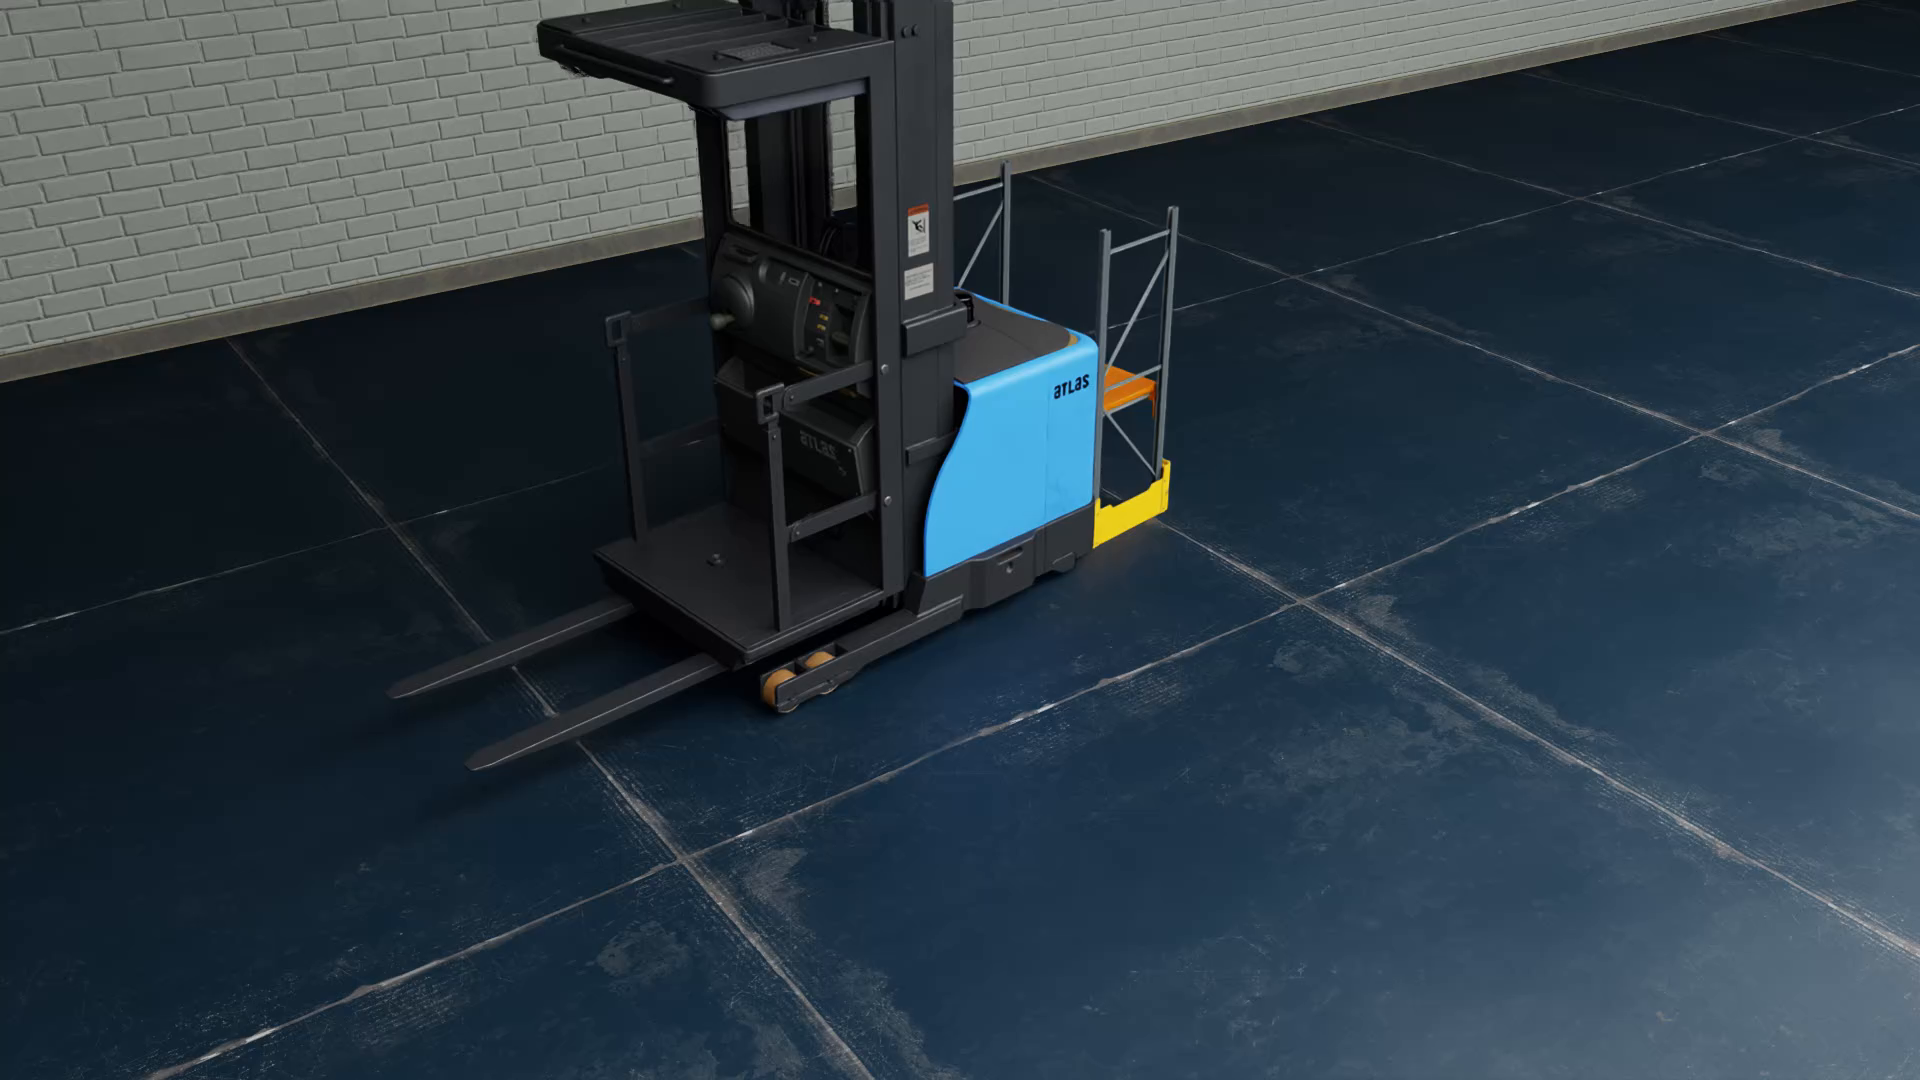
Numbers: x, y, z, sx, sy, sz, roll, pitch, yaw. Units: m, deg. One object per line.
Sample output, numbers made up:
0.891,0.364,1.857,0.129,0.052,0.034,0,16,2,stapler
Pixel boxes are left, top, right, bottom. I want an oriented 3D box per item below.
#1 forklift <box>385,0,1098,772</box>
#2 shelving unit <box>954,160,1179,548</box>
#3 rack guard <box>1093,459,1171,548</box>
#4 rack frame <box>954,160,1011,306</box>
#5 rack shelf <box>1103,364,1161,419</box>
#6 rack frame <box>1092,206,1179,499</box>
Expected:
-0.819,-0.893,6.323,3.031,2.935,1.130,-24,36,-37,forklift
0.421,-0.892,7.821,0.587,1.500,1.083,-25,37,-38,shelving unit
0.773,-0.175,7.809,0.587,0.250,0.087,-25,37,-38,rack guard
0.056,-1.067,8.143,0.500,1.500,0.032,-25,37,-38,rack frame
0.415,-0.737,7.913,0.538,0.185,1.000,-25,37,-38,rack shelf
0.774,-0.723,7.510,0.500,1.500,0.032,-25,37,-38,rack frame
